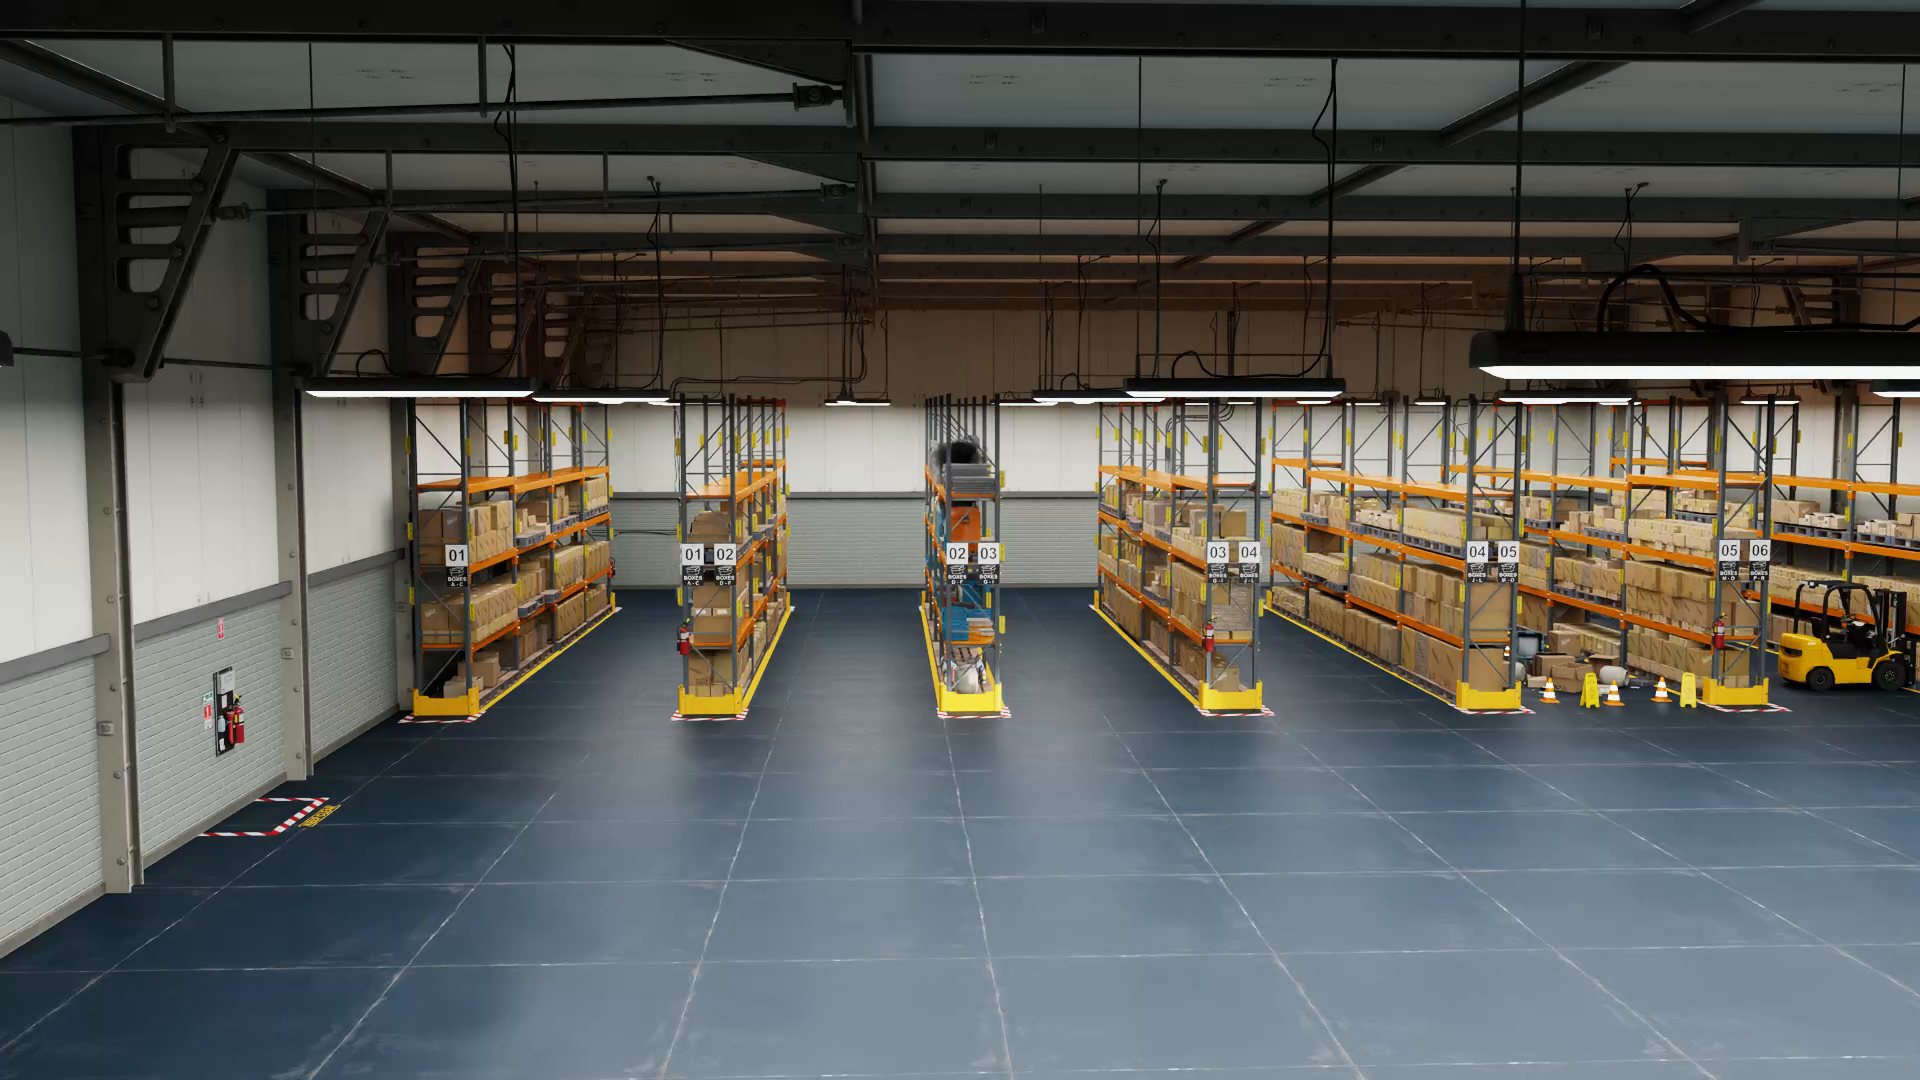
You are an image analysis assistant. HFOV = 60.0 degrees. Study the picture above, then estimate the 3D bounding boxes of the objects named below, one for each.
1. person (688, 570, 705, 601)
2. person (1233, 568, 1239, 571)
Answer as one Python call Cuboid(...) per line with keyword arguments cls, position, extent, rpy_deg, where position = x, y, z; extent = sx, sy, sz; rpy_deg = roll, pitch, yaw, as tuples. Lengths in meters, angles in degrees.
Cuboid(cls="person", position=(-7.643, 0.989, 48.900), extent=(0.712, 1.804, 0.674), rpy_deg=(0, 5, 0))
Cuboid(cls="person", position=(7.663, 1.125, 47.799), extent=(0.724, 1.654, 0.768), rpy_deg=(1, 5, 15))
